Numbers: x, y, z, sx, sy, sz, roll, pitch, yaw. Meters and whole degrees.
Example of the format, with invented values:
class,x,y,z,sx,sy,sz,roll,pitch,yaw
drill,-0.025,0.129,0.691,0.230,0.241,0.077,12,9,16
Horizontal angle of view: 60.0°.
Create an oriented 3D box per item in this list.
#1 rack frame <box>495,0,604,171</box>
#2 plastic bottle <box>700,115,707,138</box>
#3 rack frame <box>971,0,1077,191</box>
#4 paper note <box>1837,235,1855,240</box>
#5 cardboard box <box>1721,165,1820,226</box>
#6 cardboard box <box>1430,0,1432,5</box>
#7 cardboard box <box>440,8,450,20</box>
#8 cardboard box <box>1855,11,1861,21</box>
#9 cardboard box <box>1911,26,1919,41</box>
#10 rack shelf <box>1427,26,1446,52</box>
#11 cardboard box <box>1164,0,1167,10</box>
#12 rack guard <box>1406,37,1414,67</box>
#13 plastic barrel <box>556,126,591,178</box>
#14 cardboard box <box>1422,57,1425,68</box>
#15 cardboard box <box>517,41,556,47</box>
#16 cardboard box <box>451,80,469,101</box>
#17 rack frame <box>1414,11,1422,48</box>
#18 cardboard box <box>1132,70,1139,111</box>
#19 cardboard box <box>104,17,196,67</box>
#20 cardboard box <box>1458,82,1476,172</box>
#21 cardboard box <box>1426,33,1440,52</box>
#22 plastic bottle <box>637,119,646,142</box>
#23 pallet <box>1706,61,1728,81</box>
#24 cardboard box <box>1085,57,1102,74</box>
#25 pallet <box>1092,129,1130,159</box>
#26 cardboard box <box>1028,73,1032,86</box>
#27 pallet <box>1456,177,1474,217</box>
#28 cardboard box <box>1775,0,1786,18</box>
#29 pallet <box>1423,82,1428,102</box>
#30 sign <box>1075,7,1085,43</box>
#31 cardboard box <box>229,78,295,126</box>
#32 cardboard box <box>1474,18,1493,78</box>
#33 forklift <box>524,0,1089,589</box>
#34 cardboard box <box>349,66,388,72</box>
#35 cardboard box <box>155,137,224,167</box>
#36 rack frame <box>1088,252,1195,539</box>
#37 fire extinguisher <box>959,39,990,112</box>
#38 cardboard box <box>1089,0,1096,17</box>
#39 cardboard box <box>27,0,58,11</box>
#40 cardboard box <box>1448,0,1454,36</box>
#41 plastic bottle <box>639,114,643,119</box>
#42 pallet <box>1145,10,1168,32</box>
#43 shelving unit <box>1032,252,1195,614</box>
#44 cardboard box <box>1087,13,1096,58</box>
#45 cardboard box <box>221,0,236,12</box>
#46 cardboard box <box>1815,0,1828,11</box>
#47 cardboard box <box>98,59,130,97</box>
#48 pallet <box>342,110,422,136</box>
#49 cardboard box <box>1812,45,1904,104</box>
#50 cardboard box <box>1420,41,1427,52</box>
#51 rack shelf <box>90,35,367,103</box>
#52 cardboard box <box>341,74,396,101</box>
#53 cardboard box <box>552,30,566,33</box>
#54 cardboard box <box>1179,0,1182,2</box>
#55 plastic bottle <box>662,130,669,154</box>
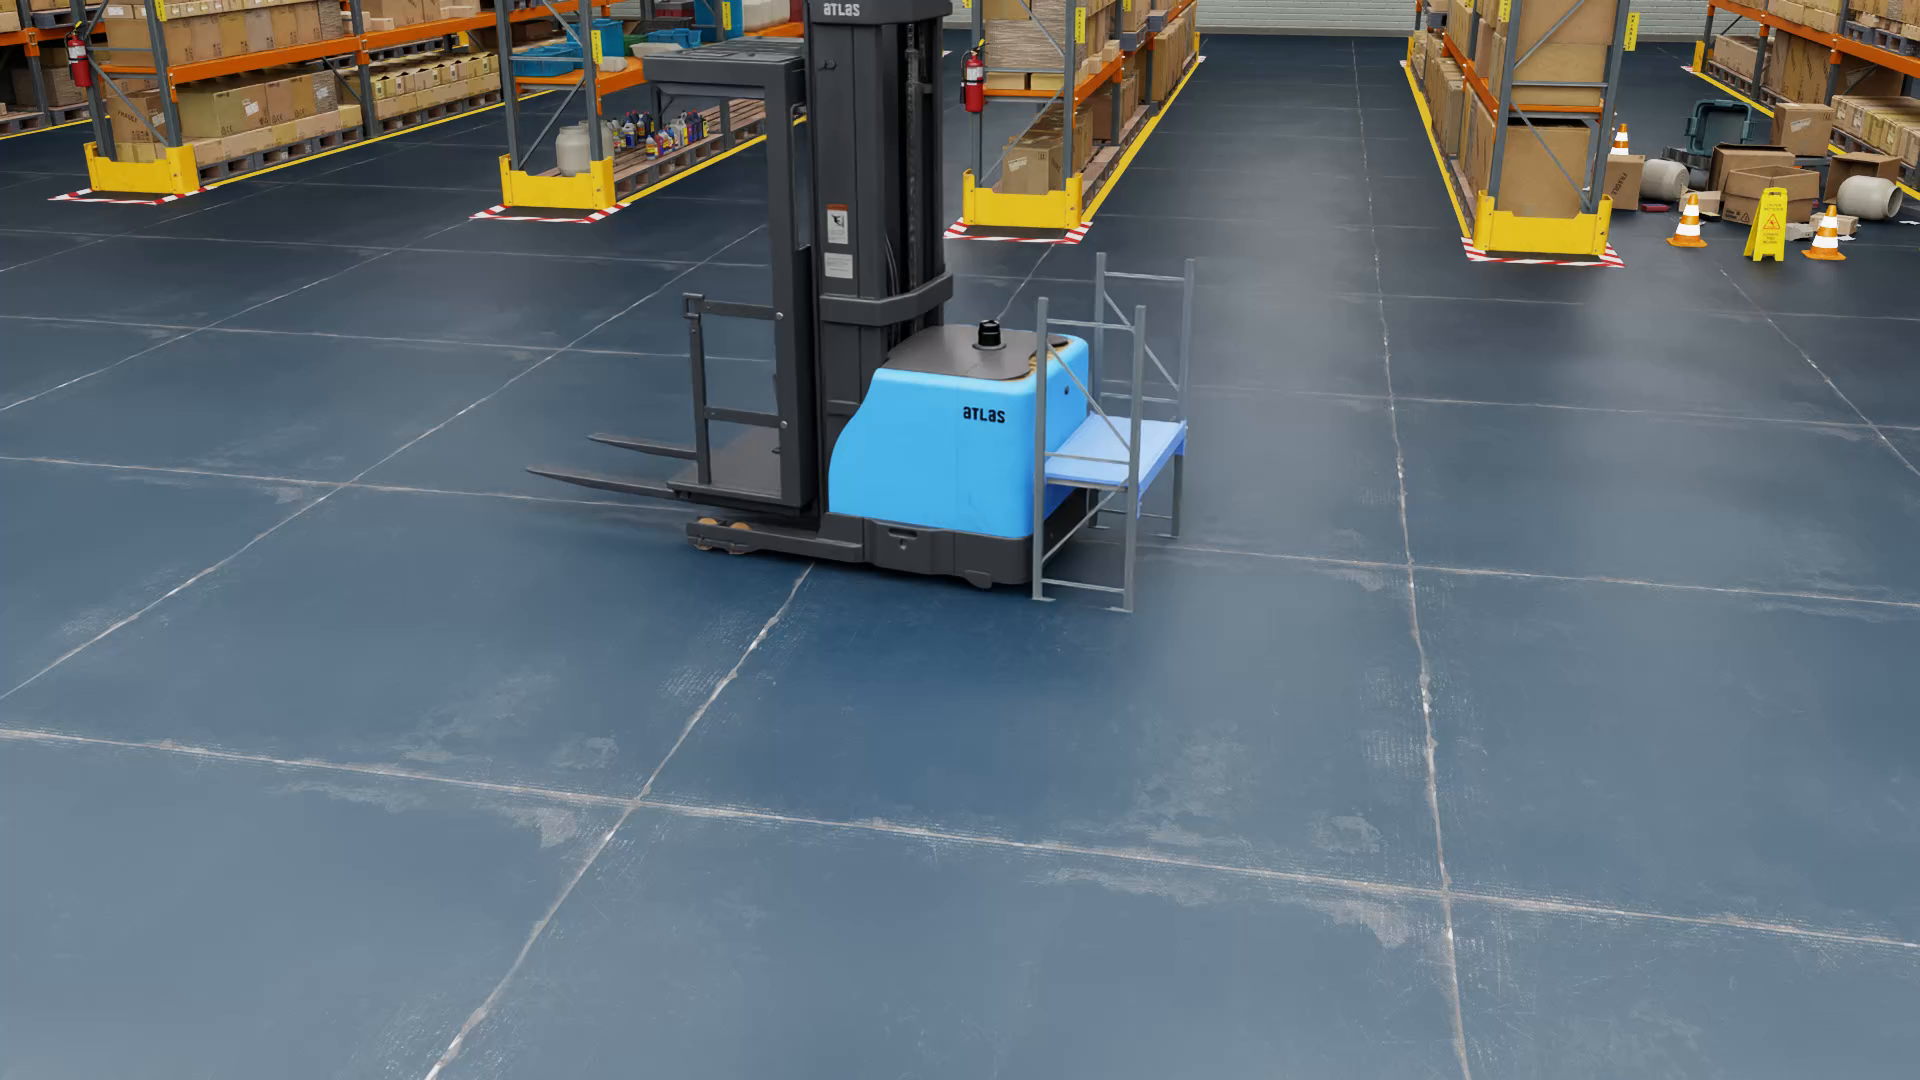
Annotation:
class,x,y,z,sx,sy,sz,roll,pitch,yaw
rack frame,-4.236,-4.936,17.094,1.000,3.000,0.127,4,22,11
plastic bottle,-3.195,-5.142,20.652,0.061,0.283,0.133,6,23,14
rack frame,0.613,-4.558,16.156,1.000,3.000,0.127,4,22,11
paper note,8.559,-2.923,16.070,0.148,0.019,0.142,-3,22,-8
cardboard box,8.194,-3.480,16.821,0.797,0.503,0.637,-11,25,-26
cardboard box,6.943,-7.737,23.823,0.380,0.149,0.250,3,22,9
cardboard box,-7.657,-7.653,24.177,0.380,0.149,0.250,6,23,15
cardboard box,11.699,-6.702,21.254,0.380,0.149,0.250,3,22,8
cardboard box,11.054,-5.745,18.878,0.380,0.149,0.250,4,22,10
rack shelf,7.488,-7.467,24.341,1.077,0.370,4.000,4,22,11
cardboard box,2.815,-8.064,24.727,0.500,0.500,0.500,4,22,10
rack guard,8.697,-8.807,30.053,1.175,0.500,0.348,4,22,11
plastic barrel,-4.176,-4.223,18.092,0.421,0.512,0.421,0,22,0
cardboard box,7.650,-7.682,26.767,0.380,0.149,0.250,5,22,12
cardboard box,-6.870,-7.805,26.974,0.500,0.500,0.500,4,22,10
cardboard box,-7.528,-6.576,24.286,0.500,0.250,0.500,5,22,12
rack frame,8.713,-9.995,29.655,1.000,3.000,0.127,4,22,11
cardboard box,2.128,-6.282,23.193,0.700,0.500,0.500,3,22,8
cardboard box,-8.976,-5.531,18.437,0.700,0.500,0.500,4,22,11
cardboard box,6.067,-4.591,18.518,0.875,0.875,0.875,5,22,12
cardboard box,7.487,-7.665,25.650,0.500,0.250,0.500,3,22,9
plastic bottle,-3.902,-5.011,20.345,0.097,0.271,0.097,0,22,0
pallet,13.493,-8.062,28.590,1.003,0.211,1.213,4,22,11
cardboard box,1.306,-5.069,17.761,0.380,0.149,0.250,4,22,11
pallet,1.587,-5.012,21.017,1.003,0.211,1.213,4,22,11
cardboard box,0.521,-4.653,16.728,0.380,0.149,0.250,4,22,11
pallet,5.786,-3.593,17.492,1.003,0.211,1.213,4,22,11
cardboard box,12.311,-7.792,24.386,0.500,0.250,0.500,4,22,10
pallet,7.739,-6.953,25.836,1.003,0.211,1.213,4,22,11
sign,1.144,-4.918,15.892,0.100,0.325,0.005,4,22,11
cardboard box,-8.448,-5.309,20.136,0.500,0.500,0.500,4,22,11
cardboard box,5.885,-5.148,17.421,0.875,0.550,0.550,4,22,11
forklift,-0.892,-1.453,8.537,3.031,2.935,1.130,8,23,20
cardboard box,-8.262,-6.500,23.346,0.500,0.311,0.500,4,22,11
cardboard box,-8.757,-4.413,18.915,0.500,0.250,0.500,4,22,11
rack frame,0.935,-0.735,8.672,0.500,1.500,0.032,8,23,18
fire extinguisher,0.138,-4.516,16.154,0.296,0.674,0.183,4,22,11
cardboard box,1.101,-5.569,16.796,0.500,0.500,0.500,4,22,11
cardboard box,-12.981,-7.588,22.956,0.700,0.500,0.500,5,22,11
cardboard box,6.623,-6.785,21.553,0.500,0.500,0.500,4,22,10
plastic bottle,-3.953,-5.136,20.647,0.152,0.276,0.135,5,23,13
pallet,2.204,-7.126,22.789,1.213,0.211,1.003,4,22,11
shelving unit,0.764,-0.556,8.228,0.538,1.500,1.048,8,23,18
cardboard box,0.994,-5.495,17.951,0.875,0.500,0.500,4,22,11
cardboard box,-8.584,-6.167,19.148,0.380,0.149,0.250,4,22,9
cardboard box,11.898,-7.275,22.434,0.500,0.250,0.500,4,22,10
cardboard box,-12.784,-6.845,24.592,0.700,0.500,0.500,5,22,12
pallet,-8.156,-5.757,22.864,1.003,0.211,1.213,4,22,11
cardboard box,12.169,-6.184,22.475,0.875,0.875,0.875,4,22,10
cardboard box,7.866,-8.213,27.689,0.380,0.149,0.250,3,22,8
rack shelf,-8.676,-5.712,19.985,1.077,0.370,4.000,4,22,11
cardboard box,-7.940,-6.089,22.326,0.500,0.311,0.500,5,22,11
cardboard box,-6.973,-8.590,28.923,0.500,0.500,0.500,3,22,8
cardboard box,3.448,-8.913,27.306,0.380,0.149,0.250,5,22,11
plastic bottle,-3.470,-4.675,19.511,0.097,0.271,0.097,0,22,0
